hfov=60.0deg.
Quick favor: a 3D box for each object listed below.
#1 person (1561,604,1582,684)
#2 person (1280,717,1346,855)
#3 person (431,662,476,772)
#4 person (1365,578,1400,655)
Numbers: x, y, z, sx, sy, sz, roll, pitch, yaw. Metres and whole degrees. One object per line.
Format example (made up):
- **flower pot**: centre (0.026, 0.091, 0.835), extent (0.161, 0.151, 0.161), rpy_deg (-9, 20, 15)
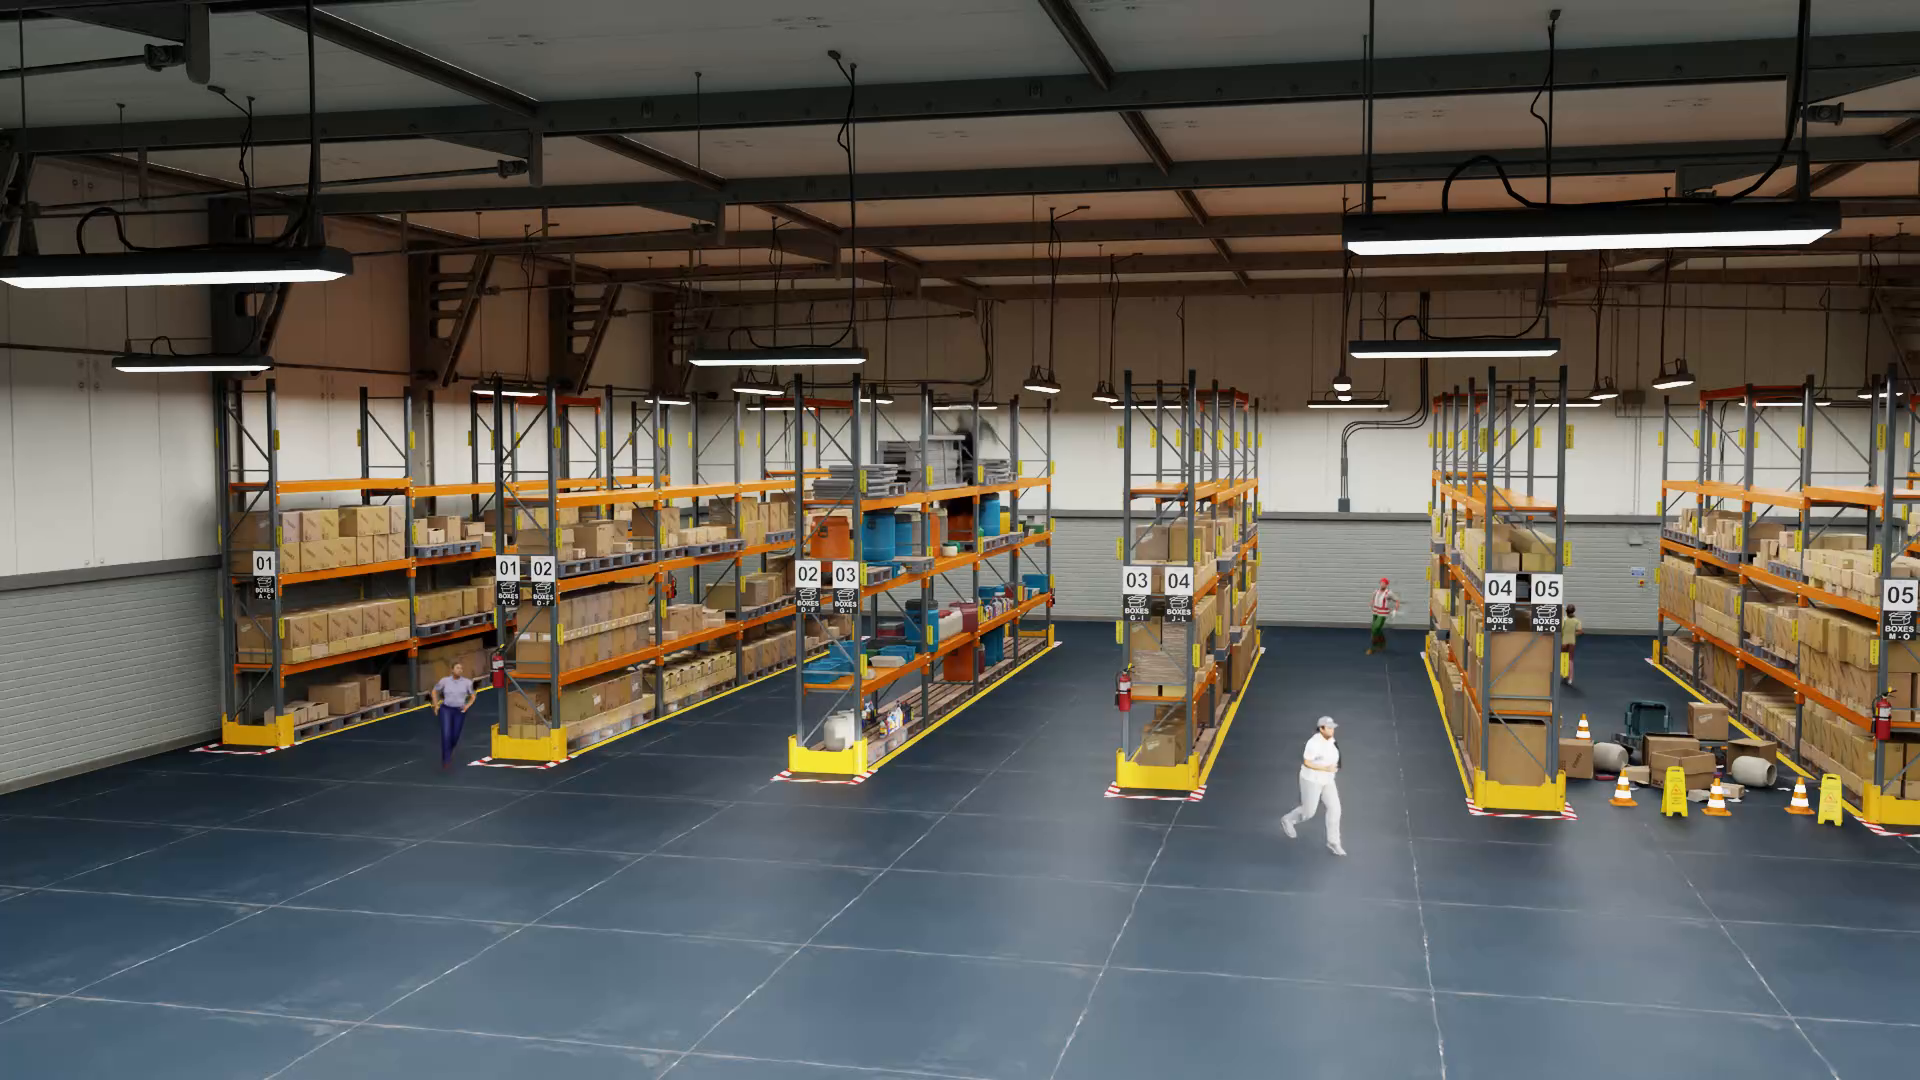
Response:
- **person**: centre (12.469, 2.130, 34.153), extent (0.587, 1.627, 0.599), rpy_deg (0, 3, 8)
- **person**: centre (4.349, 2.978, 20.383), extent (0.638, 1.682, 0.948), rpy_deg (-3, 5, -41)
- **person**: centre (-7.750, 2.681, 25.486), extent (0.639, 1.637, 0.715), rpy_deg (-2, 4, -26)
- **person**: centre (9.853, 1.778, 38.802), extent (0.793, 1.810, 0.729), rpy_deg (-2, 4, -30)
